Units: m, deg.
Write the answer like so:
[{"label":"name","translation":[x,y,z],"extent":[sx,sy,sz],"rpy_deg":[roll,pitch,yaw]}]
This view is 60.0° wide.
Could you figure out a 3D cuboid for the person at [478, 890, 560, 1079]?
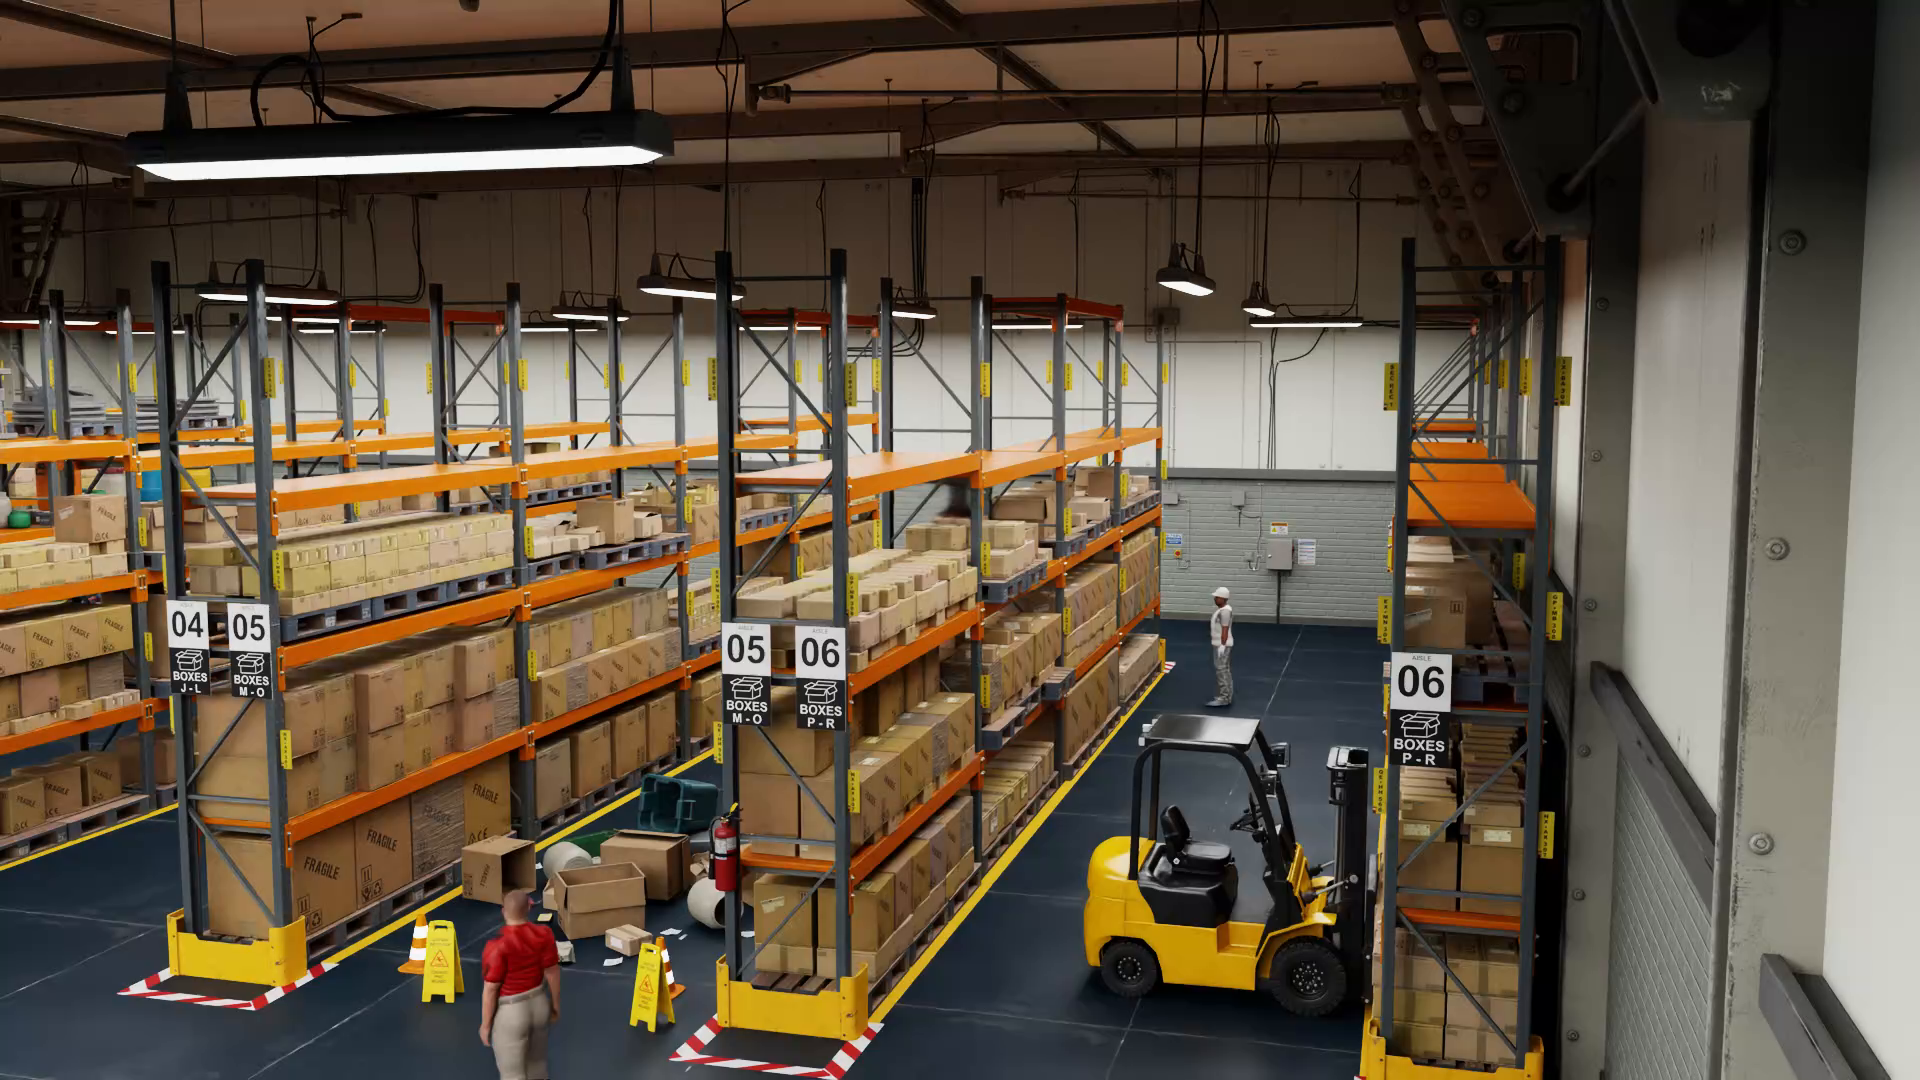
[{"label":"person","translation":[-2.965,3.146,11.025],"extent":[0.532,1.740,0.600],"rpy_deg":[3,7,29]}]

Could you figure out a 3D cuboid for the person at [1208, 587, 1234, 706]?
[{"label":"person","translation":[3.970,1.602,25.230],"extent":[0.366,1.788,0.646],"rpy_deg":[1,6,12]}]
